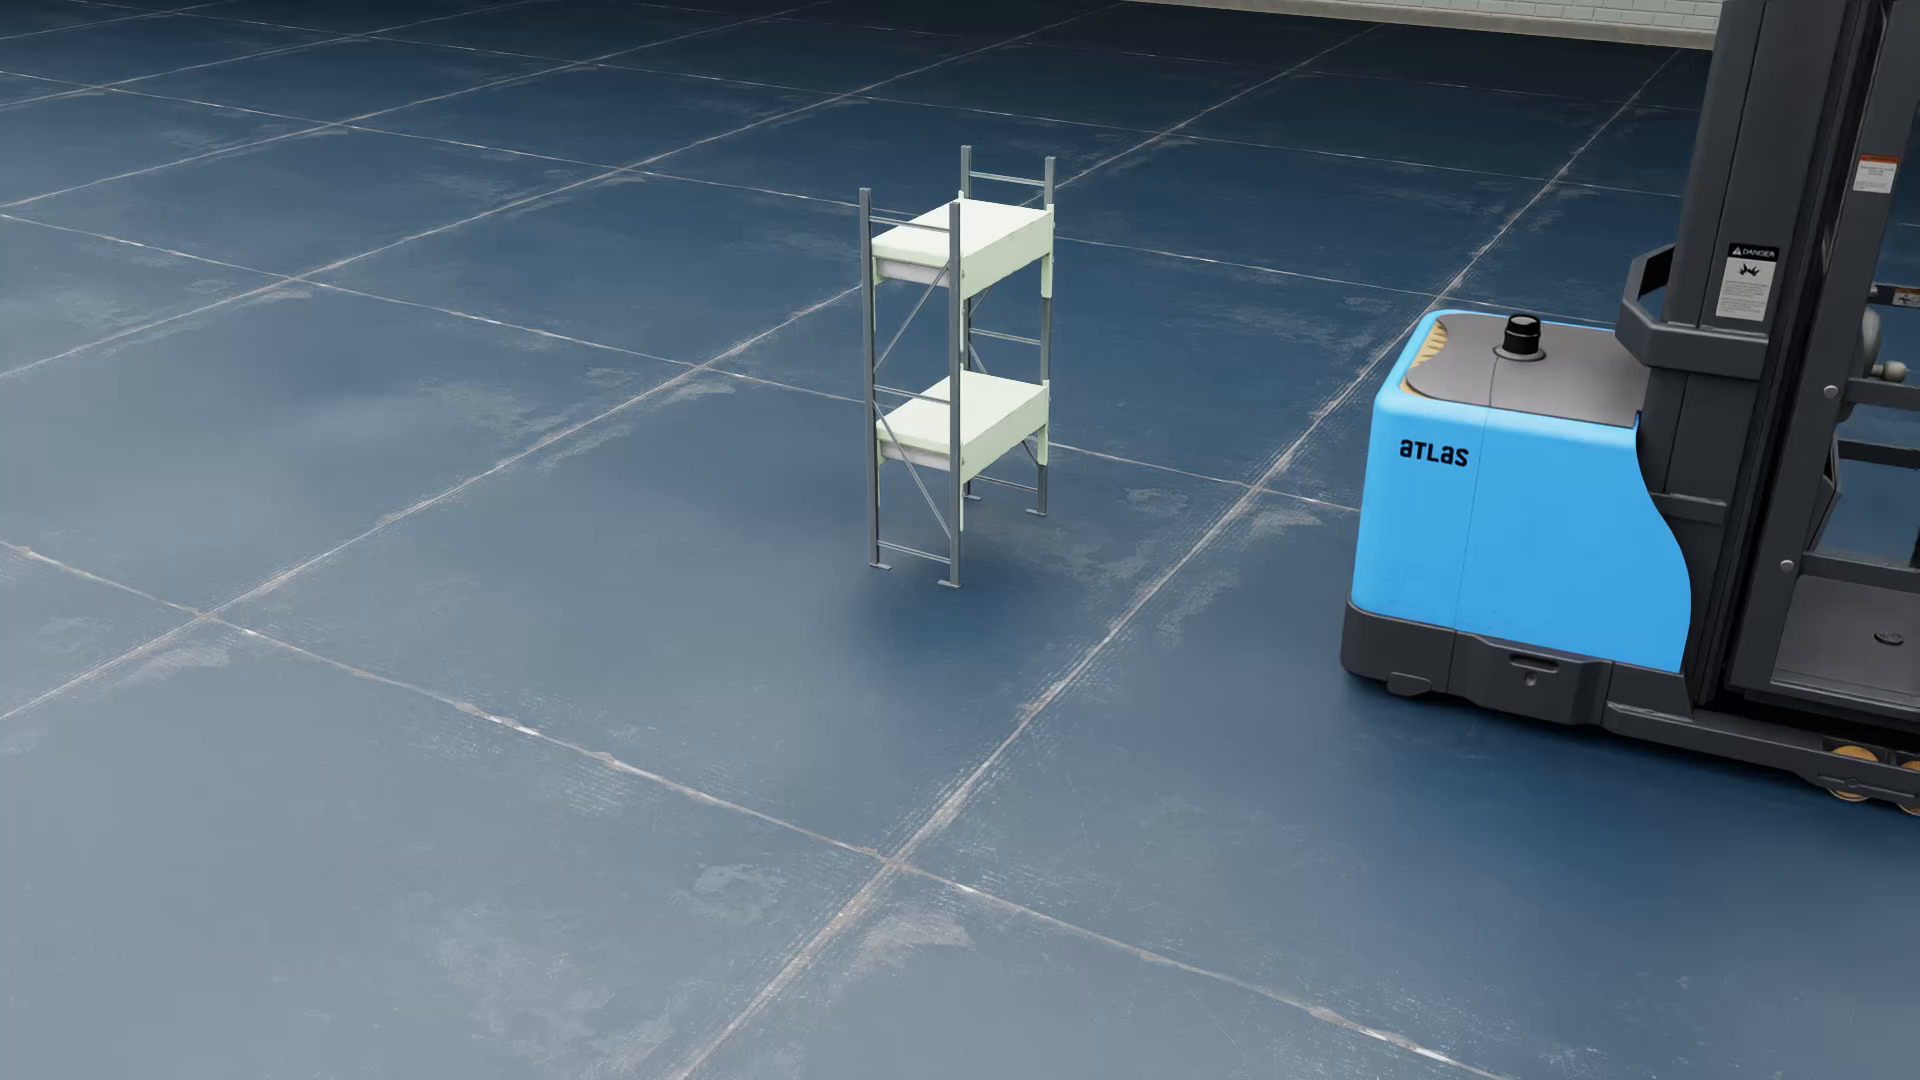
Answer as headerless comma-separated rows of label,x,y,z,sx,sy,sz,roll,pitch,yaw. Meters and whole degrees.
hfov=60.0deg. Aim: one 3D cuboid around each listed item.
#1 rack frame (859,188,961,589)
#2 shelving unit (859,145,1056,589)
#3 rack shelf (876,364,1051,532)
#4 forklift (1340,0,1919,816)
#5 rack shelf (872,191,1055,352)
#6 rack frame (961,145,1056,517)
rack frame,-0.177,-0.531,6.135,0.400,1.500,0.023,14,30,26
shelving unit,0.003,-0.673,6.419,0.431,1.500,0.755,14,30,26
rack shelf,0.003,-0.382,6.565,0.431,0.370,0.720,14,30,26
forklift,2.877,-0.740,4.954,3.031,2.935,1.130,11,29,21
rack shelf,0.003,-1.022,6.245,0.431,0.370,0.720,14,30,26
rack frame,0.183,-0.816,6.704,0.400,1.500,0.023,14,30,26
